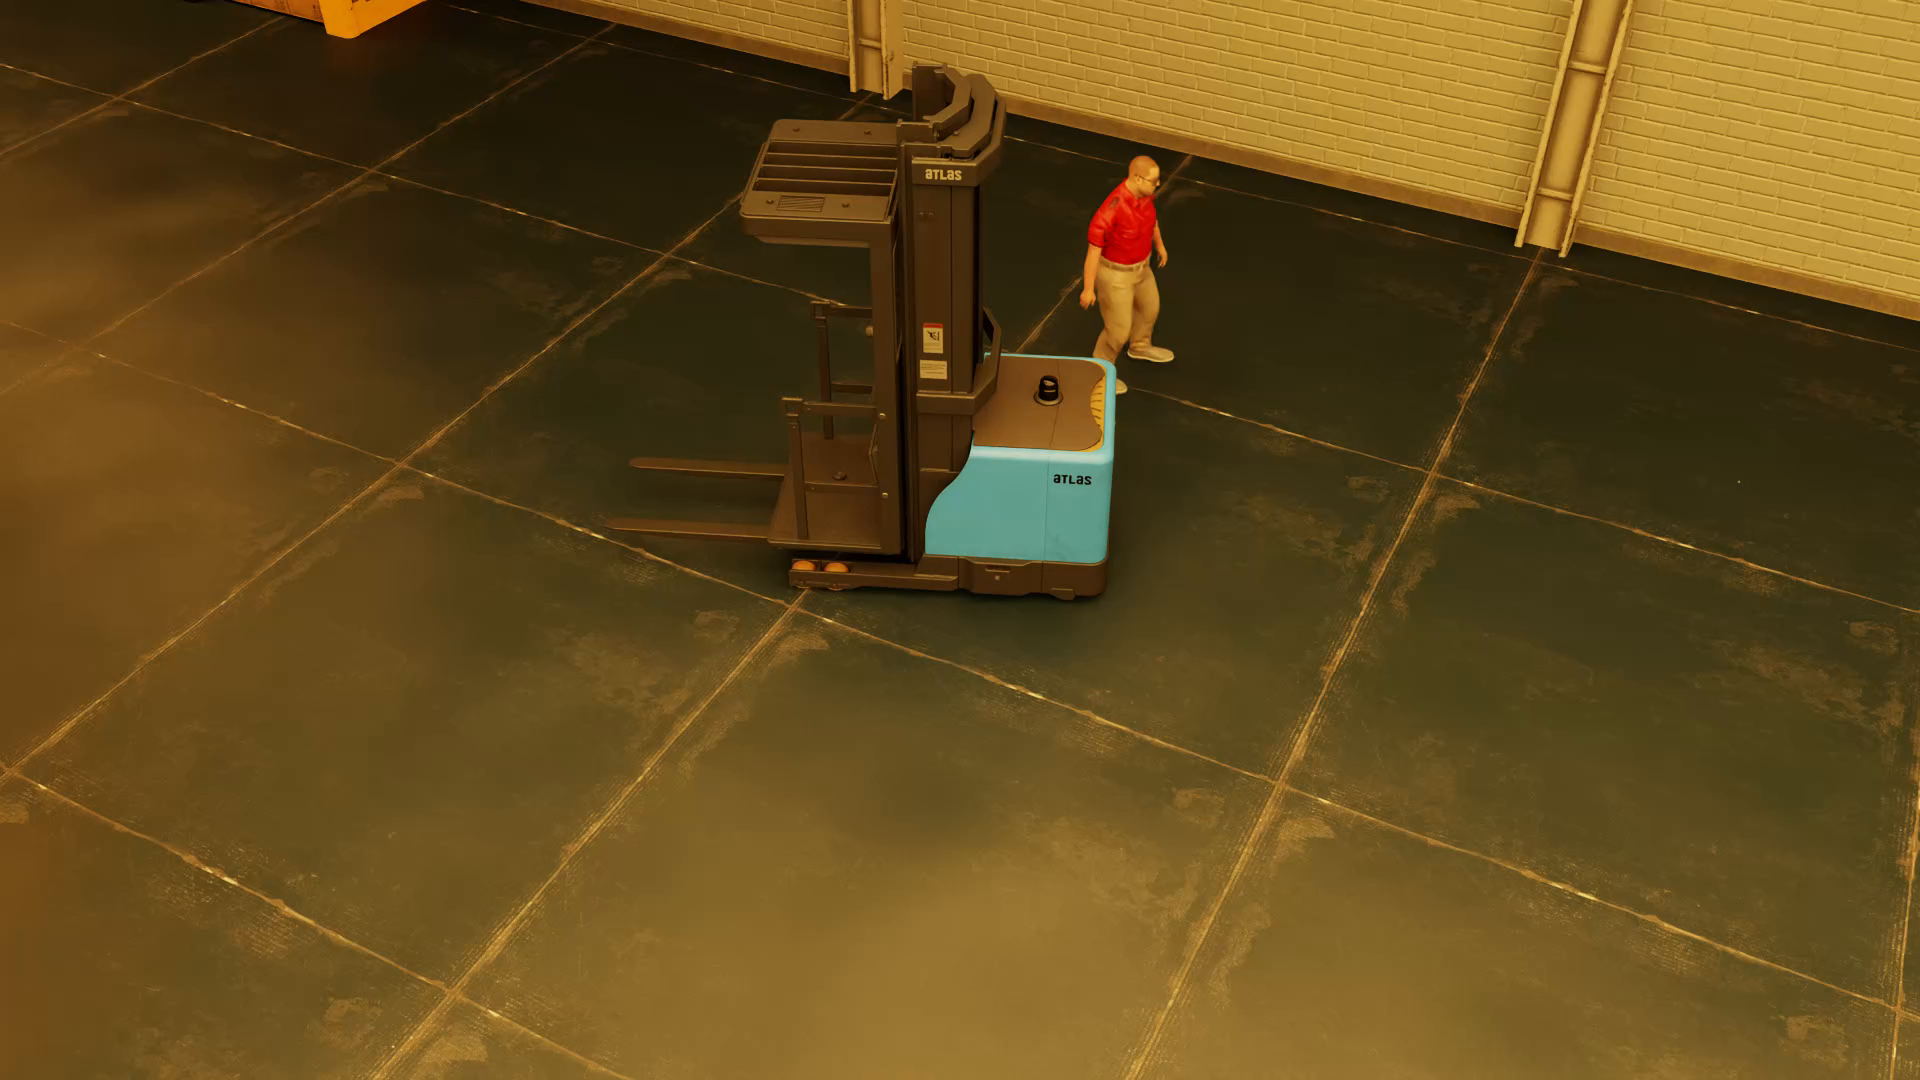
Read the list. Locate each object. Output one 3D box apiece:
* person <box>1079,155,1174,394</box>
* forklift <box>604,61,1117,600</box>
[{"bbox_3d":[1.129,-1.800,11.081,0.382,1.702,0.842,27,47,28],"label":"person"},{"bbox_3d":[-0.606,-1.157,9.360,3.031,2.935,1.130,3,40,4],"label":"forklift"}]
